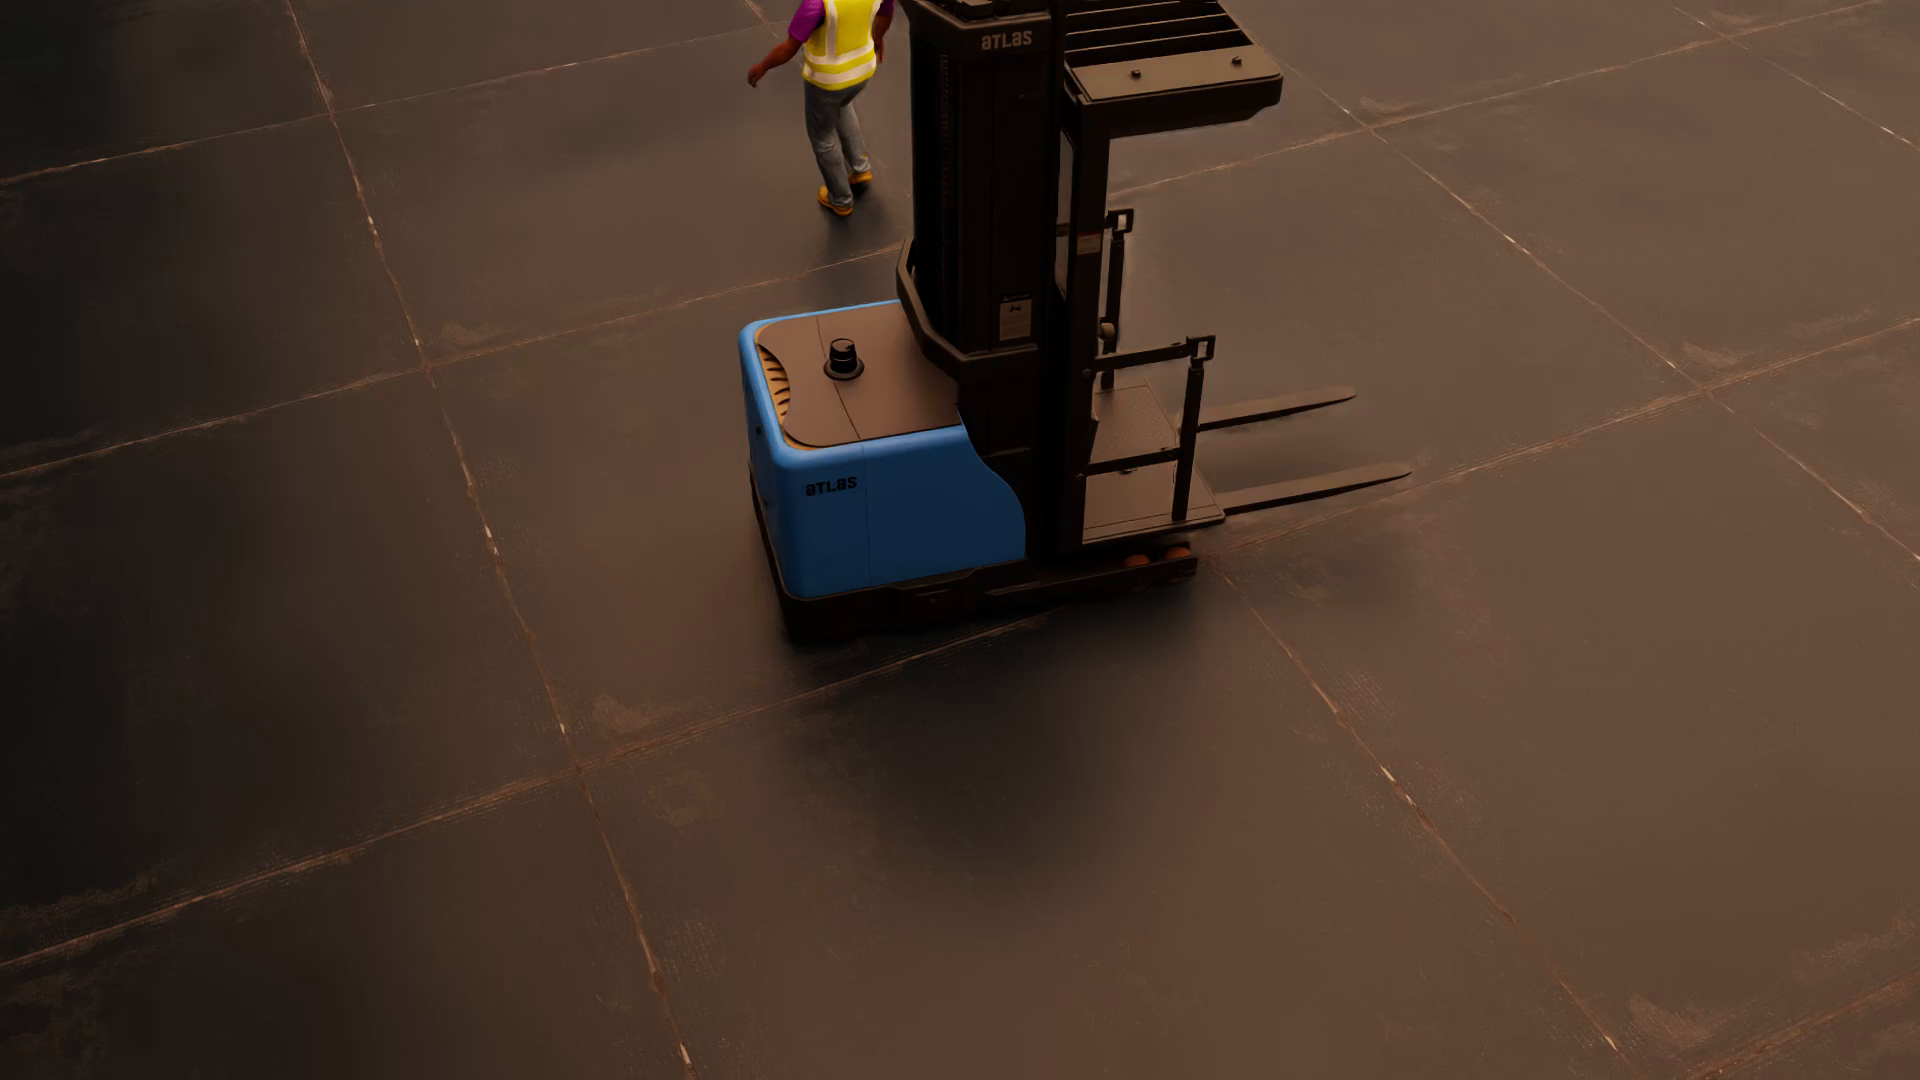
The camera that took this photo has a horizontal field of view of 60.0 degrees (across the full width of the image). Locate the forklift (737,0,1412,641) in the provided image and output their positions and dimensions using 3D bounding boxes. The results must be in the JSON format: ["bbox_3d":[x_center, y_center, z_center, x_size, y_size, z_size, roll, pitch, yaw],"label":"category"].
[{"bbox_3d":[0.589,-1.183,6.948,3.031,2.935,1.130,-10,44,-11],"label":"forklift"}]

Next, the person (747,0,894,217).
[{"bbox_3d":[-0.743,-2.651,9.417,0.918,1.774,0.501,-29,50,-28],"label":"person"}]
